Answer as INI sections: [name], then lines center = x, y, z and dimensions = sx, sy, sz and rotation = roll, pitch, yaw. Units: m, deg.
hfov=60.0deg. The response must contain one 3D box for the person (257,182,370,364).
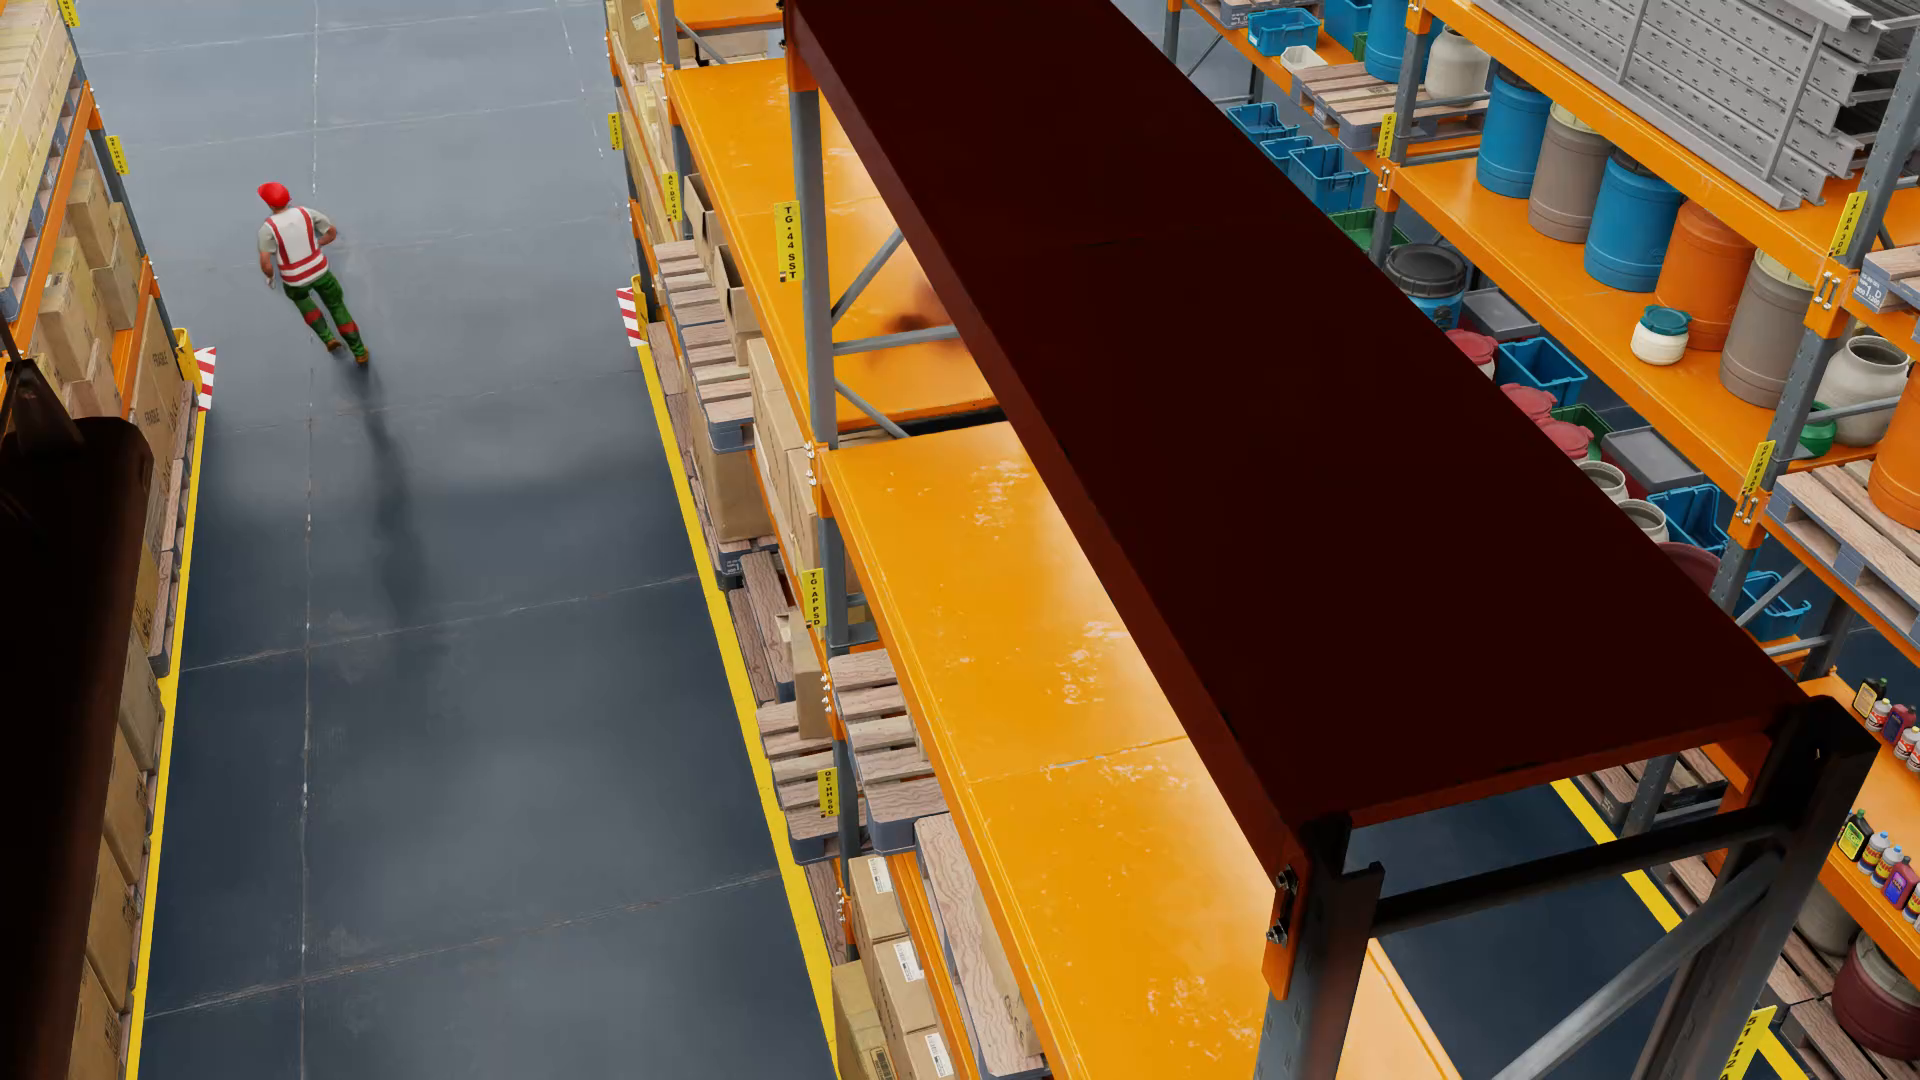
[person]
center = -5.644, -2.277, 14.300
dimensions = 0.719, 1.785, 0.666
rotation = -24, 44, -27
